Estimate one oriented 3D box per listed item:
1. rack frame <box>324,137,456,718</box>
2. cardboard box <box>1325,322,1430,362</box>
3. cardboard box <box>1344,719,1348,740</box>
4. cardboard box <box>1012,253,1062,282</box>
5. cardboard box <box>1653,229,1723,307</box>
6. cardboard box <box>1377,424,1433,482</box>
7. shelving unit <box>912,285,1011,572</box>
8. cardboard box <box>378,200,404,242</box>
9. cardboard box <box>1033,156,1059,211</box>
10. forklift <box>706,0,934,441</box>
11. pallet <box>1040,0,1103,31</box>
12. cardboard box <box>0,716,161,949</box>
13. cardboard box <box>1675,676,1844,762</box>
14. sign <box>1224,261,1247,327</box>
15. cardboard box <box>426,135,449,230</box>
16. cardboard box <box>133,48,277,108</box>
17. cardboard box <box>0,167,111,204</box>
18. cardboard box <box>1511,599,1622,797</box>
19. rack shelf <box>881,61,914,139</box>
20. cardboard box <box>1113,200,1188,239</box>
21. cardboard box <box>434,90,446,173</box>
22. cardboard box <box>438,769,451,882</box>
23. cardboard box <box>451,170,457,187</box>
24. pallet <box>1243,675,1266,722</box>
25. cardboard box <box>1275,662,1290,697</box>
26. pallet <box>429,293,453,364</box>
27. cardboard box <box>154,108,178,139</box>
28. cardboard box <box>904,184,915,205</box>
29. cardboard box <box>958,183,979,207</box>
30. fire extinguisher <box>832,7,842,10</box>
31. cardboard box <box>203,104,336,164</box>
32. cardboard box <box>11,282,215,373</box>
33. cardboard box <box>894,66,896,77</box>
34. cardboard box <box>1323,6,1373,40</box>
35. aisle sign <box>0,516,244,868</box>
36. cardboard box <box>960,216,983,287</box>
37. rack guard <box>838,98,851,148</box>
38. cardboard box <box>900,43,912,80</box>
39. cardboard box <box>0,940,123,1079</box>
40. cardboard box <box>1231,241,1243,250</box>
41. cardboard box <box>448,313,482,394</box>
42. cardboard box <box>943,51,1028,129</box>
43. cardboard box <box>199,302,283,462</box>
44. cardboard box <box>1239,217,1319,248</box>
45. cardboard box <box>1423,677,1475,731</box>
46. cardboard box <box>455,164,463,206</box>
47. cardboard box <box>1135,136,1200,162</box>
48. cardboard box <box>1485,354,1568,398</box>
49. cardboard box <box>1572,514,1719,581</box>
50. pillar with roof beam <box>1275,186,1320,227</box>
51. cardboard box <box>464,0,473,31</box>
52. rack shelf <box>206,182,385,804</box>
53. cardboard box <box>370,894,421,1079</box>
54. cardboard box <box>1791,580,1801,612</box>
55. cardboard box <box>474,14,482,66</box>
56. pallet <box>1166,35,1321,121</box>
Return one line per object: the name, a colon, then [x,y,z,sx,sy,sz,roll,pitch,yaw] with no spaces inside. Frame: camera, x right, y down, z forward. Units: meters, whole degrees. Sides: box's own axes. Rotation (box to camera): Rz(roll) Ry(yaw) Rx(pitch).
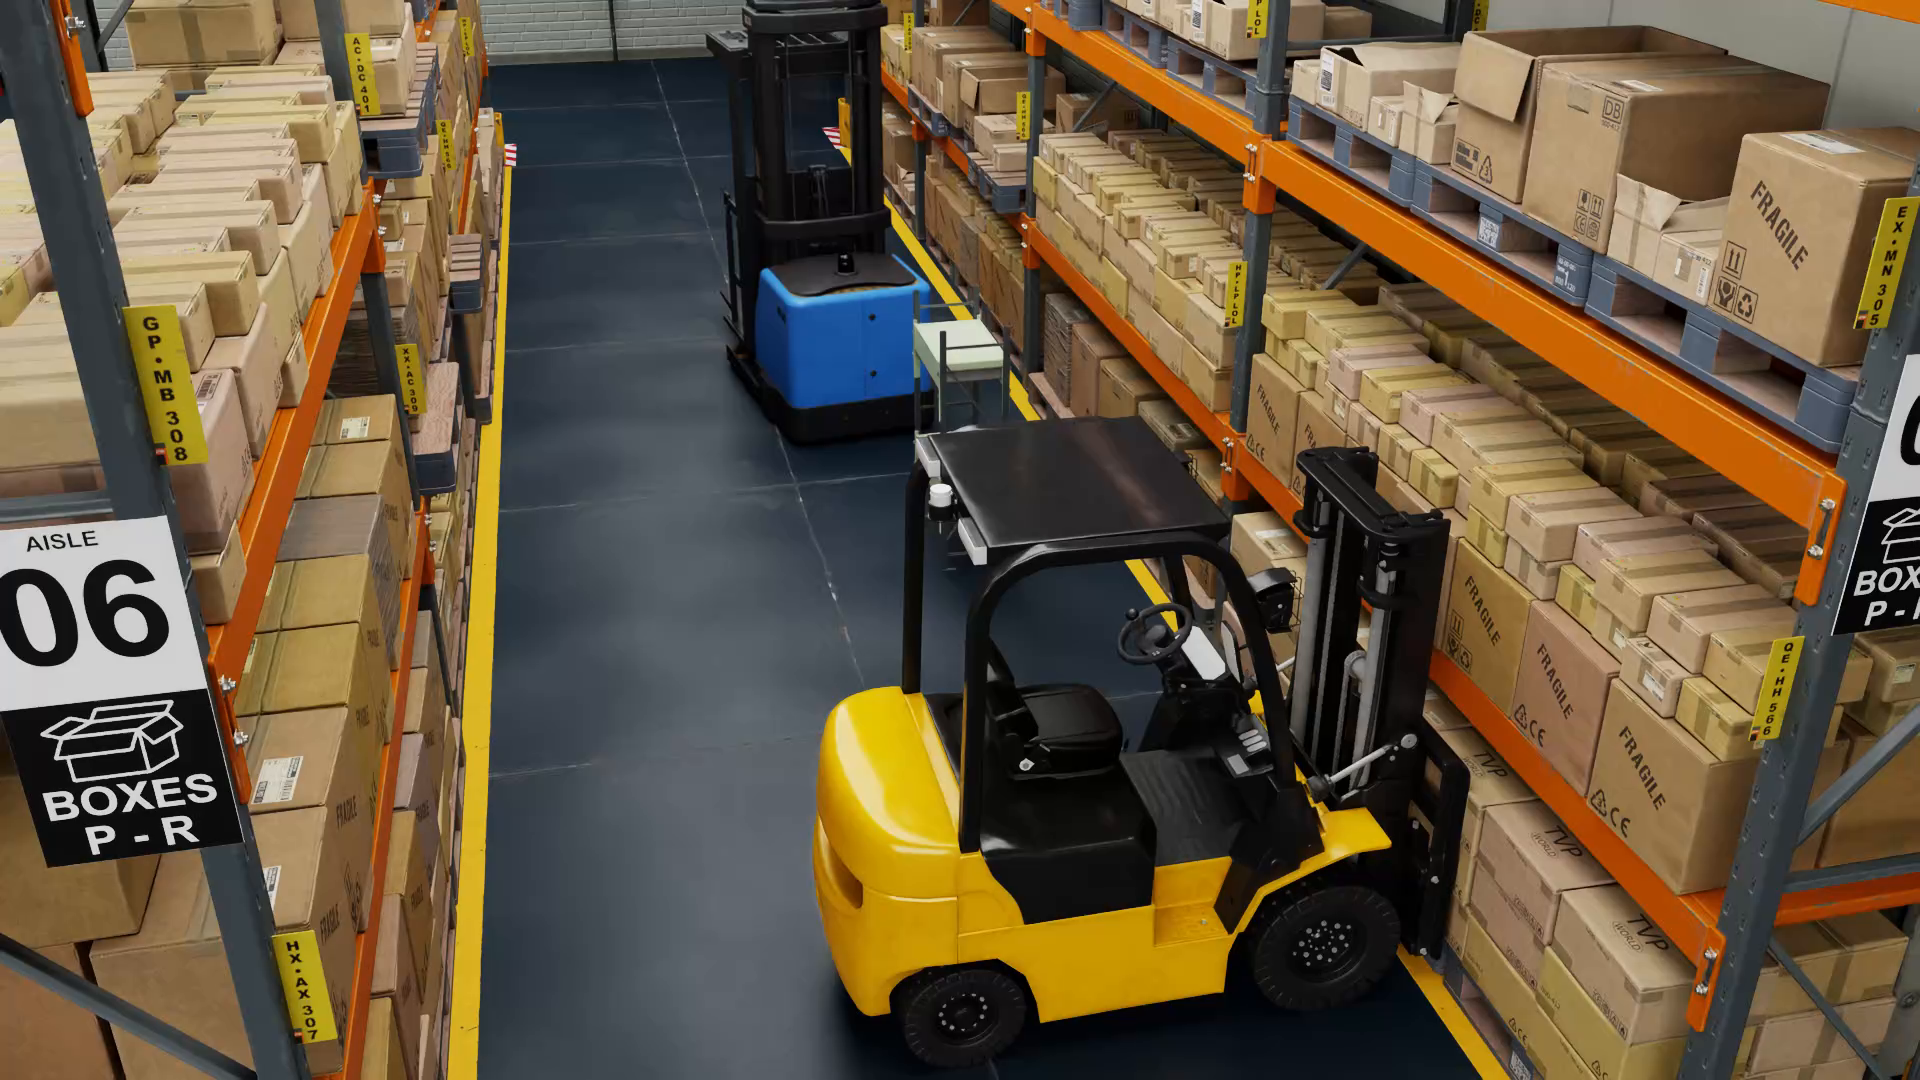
rack frame: [-2.963,-0.267,7.449,1.000,3.000,0.127,-6,27,-12]
cardboard box: [1.868,-0.853,7.449,0.380,0.149,0.250,-6,27,-13]
cardboard box: [1.898,0.731,7.504,0.500,0.250,0.500,-6,27,-12]
cardboard box: [0.613,-2.081,12.631,0.380,0.149,0.250,-7,28,-14]
cardboard box: [2.291,-0.808,4.895,0.380,0.149,0.250,-7,28,-13]
cardboard box: [1.948,-0.375,6.833,0.380,0.149,0.250,-7,28,-13]
shelving unit: [0.002,-0.667,9.906,0.431,1.500,0.755,-6,27,-12]
cardboard box: [-3.070,-1.630,8.523,0.380,0.149,0.250,-4,27,-9]
cardboard box: [0.808,-2.462,11.411,0.500,0.250,0.500,-6,27,-12]
forklift: [-1.171,-2.632,12.212,1.130,2.935,3.031,-9,28,-18]
pallet: [1.211,-3.494,10.725,1.213,0.211,1.003,-5,27,-9]
cardboard box: [-2.389,0.663,4.056,0.700,0.500,0.500,-7,28,-13]
cardboard box: [2.422,0.526,5.049,0.380,0.149,0.250,-6,27,-11]
sign: [1.346,-1.195,8.091,0.100,0.325,0.005,-6,27,-12]
cardboard box: [-3.491,-2.216,10.405,0.500,0.500,0.500,-7,28,-13]
cardboard box: [-3.236,-1.968,7.192,0.500,0.250,0.500,-6,28,-13]
cardboard box: [-2.779,-1.004,4.975,0.380,0.149,0.250,-5,27,-11]
cardboard box: [2.299,0.521,5.778,0.500,0.500,0.500,-5,27,-10]
rack shelf: [-0.382,-4.841,17.311,1.077,0.370,4.000,-6,27,-12]
cardboard box: [1.127,-1.900,9.856,0.380,0.149,0.250,-7,28,-13]
cardboard box: [-3.737,-2.755,11.159,0.500,0.500,0.500,-7,28,-13]
cardboard box: [-2.438,1.238,7.053,0.500,0.250,0.500,-7,28,-13]
cardboard box: [-3.854,-2.653,11.790,0.500,0.250,0.500,-5,27,-10]
pallet: [2.010,0.826,8.380,1.003,0.211,1.213,-6,27,-12]
cardboard box: [1.788,0.735,8.050,0.500,0.250,0.500,-7,28,-13]
pallet: [-3.379,-1.072,9.258,1.003,0.211,1.213,-6,27,-12]
cardboard box: [-3.131,-1.451,6.303,0.500,0.250,0.500,-7,28,-13]
cardboard box: [-0.343,-3.414,16.383,0.380,0.149,0.250,-7,28,-13]
cardboard box: [0.192,-3.003,14.460,0.380,0.149,0.250,-6,27,-12]
fire extinguisher: [-1.316,-5.857,19.025,0.296,0.674,0.183,-6,27,-12]
cardboard box: [-2.388,-1.402,5.764,0.380,0.149,0.250,-5,27,-10]
cardboard box: [-2.012,-0.495,3.967,0.380,0.149,0.250,-6,27,-12]
cardboard box: [-0.443,-4.628,16.369,0.380,0.149,0.250,-5,27,-10]
cardboard box: [1.872,-2.624,8.493,0.380,0.149,0.250,-6,27,-12]
aisle sign: [-1.746,0.324,3.393,0.394,0.787,0.004,-6,27,-12]
cardboard box: [0.308,-2.440,14.064,0.500,0.500,0.500,-7,28,-13]
rack guard: [-0.815,-4.891,19.386,1.175,0.500,0.348,-6,27,-12]
cardboard box: [-0.283,-4.549,15.770,0.500,0.250,0.500,-5,27,-10]
cardboard box: [-2.452,1.102,4.297,0.500,0.500,0.500,-6,27,-13]
cardboard box: [1.799,-1.626,9.753,0.500,0.250,0.500,-7,28,-13]
cardboard box: [-3.939,-1.573,11.930,0.875,0.875,0.875,-6,27,-12]
cardboard box: [0.254,-3.710,13.694,0.700,0.500,0.500,-6,27,-12]
cardboard box: [-2.019,-0.385,4.192,0.500,0.250,0.500,-6,27,-12]
cardboard box: [1.828,-1.737,9.532,0.380,0.149,0.250,-6,27,-12]
cardboard box: [2.015,0.740,6.932,0.500,0.250,0.500,-7,28,-13]
cardboard box: [-3.975,-2.651,12.339,0.500,0.250,0.500,-5,27,-10]
cardboard box: [1.409,-2.637,11.314,0.380,0.149,0.250,-5,27,-10]
cardboard box: [2.484,-0.681,7.110,0.380,0.149,0.250,-6,27,-12]
cardboard box: [2.333,0.047,5.668,0.380,0.149,0.250,-6,27,-11]
pillar with roof beam: [-2.052,-4.289,8.760,9.100,9.000,0.400,-6,27,-12]
cardboard box: [-4.850,-4.952,15.511,0.500,0.500,0.500,-5,27,-11]
rack shelf: [-2.512,-0.407,5.196,1.077,0.370,4.000,-6,27,-12]
cardboard box: [-2.102,1.573,5.558,0.500,0.500,0.500,-7,28,-14]
cardboard box: [2.907,0.224,5.316,0.380,0.149,0.250,-5,27,-10]
cardboard box: [-5.077,-4.948,16.613,0.500,0.500,0.500,-5,27,-10]
pallet: [1.661,-2.412,8.583,0.805,0.209,1.217,-7,28,-14]
